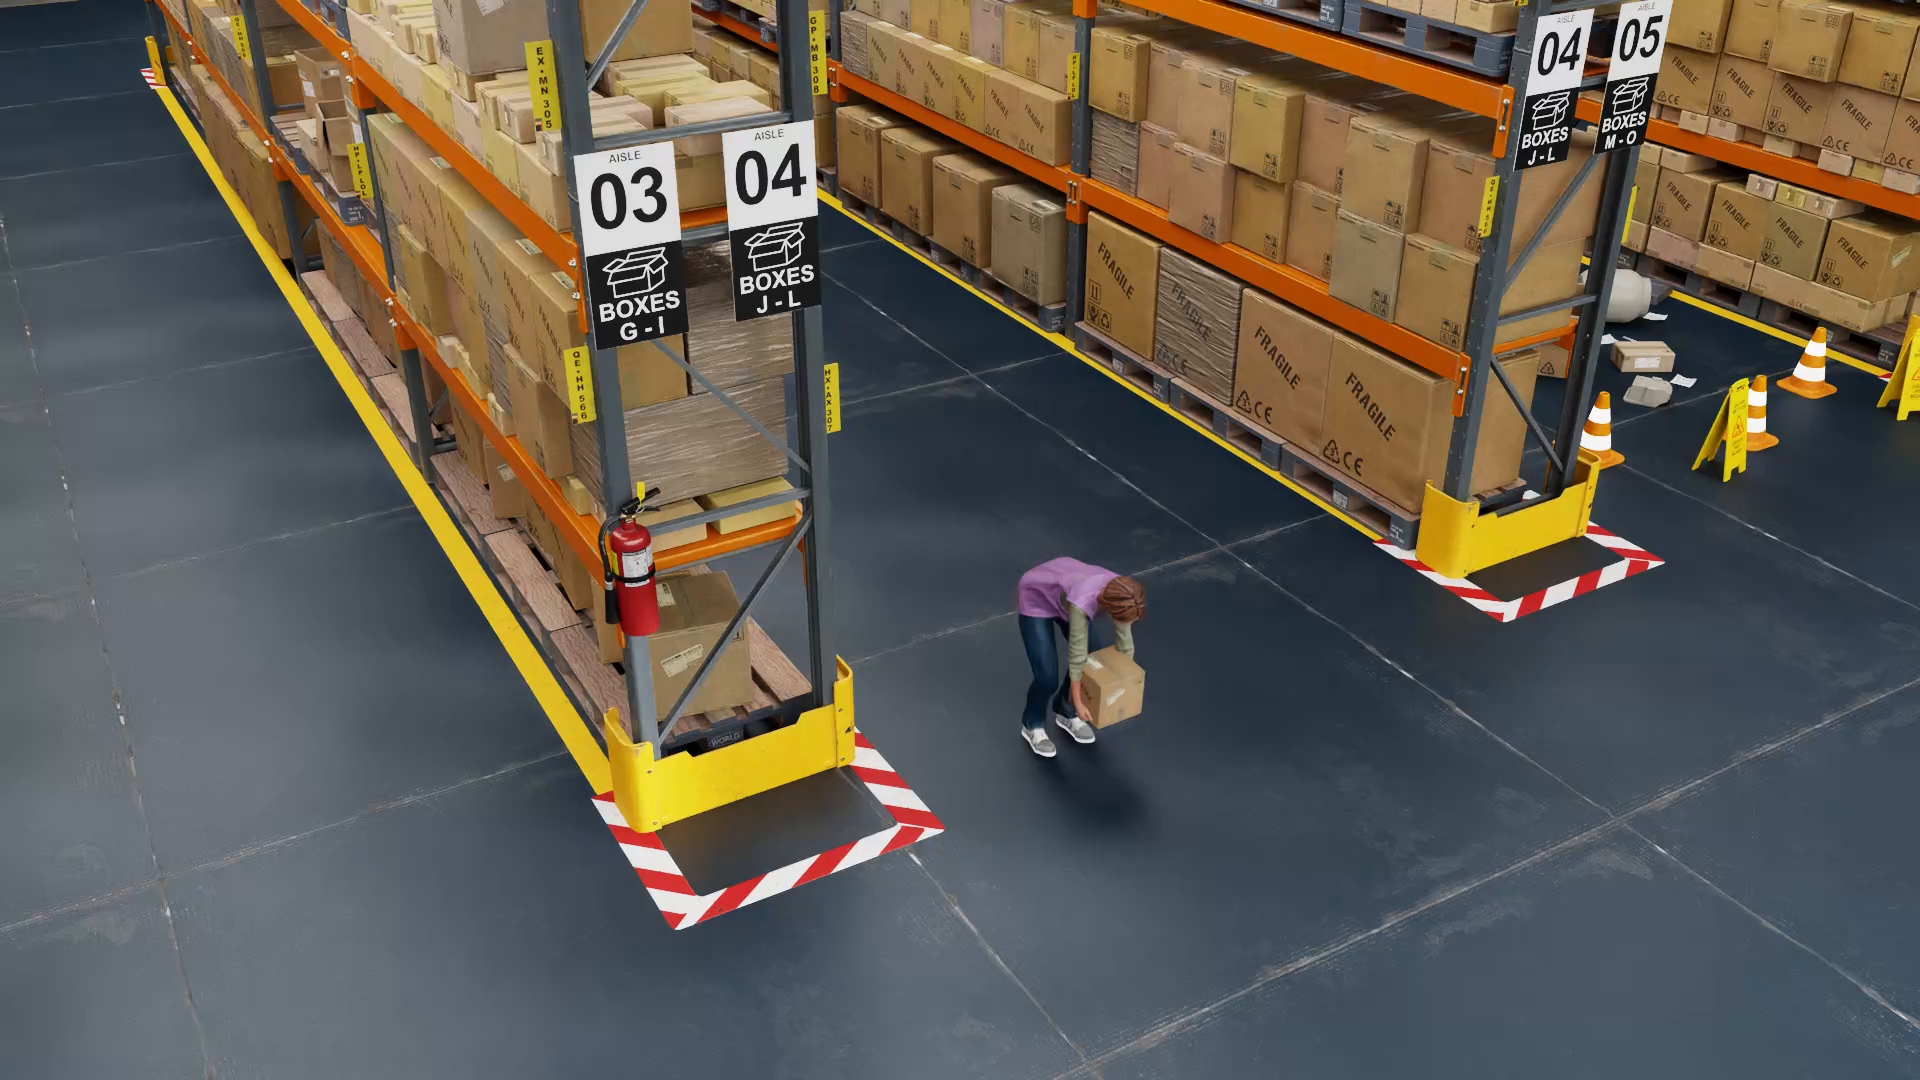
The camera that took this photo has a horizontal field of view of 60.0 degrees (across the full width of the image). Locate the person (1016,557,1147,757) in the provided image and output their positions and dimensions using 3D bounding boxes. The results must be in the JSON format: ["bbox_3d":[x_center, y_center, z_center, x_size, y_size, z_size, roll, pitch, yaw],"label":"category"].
[{"bbox_3d":[0.581,0.568,7.988,0.395,1.170,0.829,-17,34,-28],"label":"person"}]
